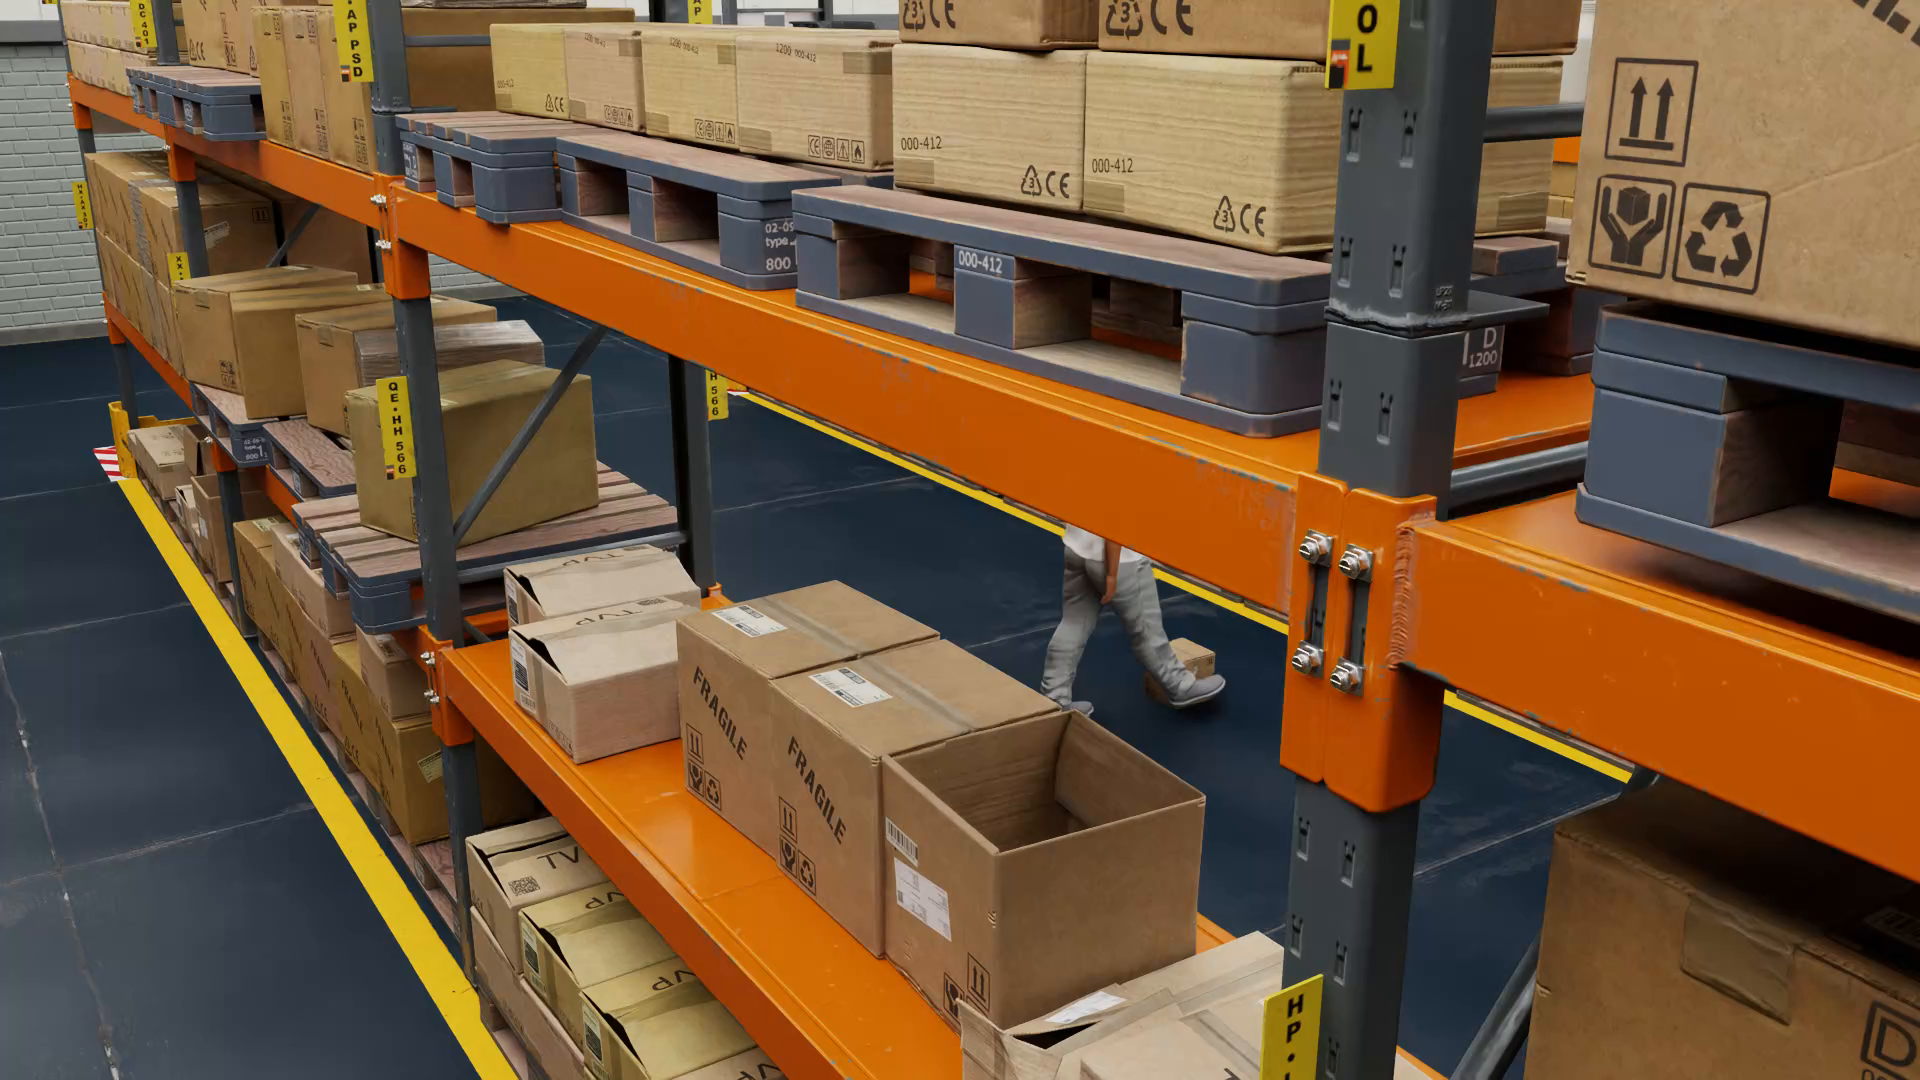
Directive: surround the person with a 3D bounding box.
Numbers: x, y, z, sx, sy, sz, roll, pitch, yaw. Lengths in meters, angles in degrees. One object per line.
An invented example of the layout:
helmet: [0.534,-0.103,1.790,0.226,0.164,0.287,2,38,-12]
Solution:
person: [0.801,0.049,7.876,0.922,1.625,0.484,-9,20,-26]
